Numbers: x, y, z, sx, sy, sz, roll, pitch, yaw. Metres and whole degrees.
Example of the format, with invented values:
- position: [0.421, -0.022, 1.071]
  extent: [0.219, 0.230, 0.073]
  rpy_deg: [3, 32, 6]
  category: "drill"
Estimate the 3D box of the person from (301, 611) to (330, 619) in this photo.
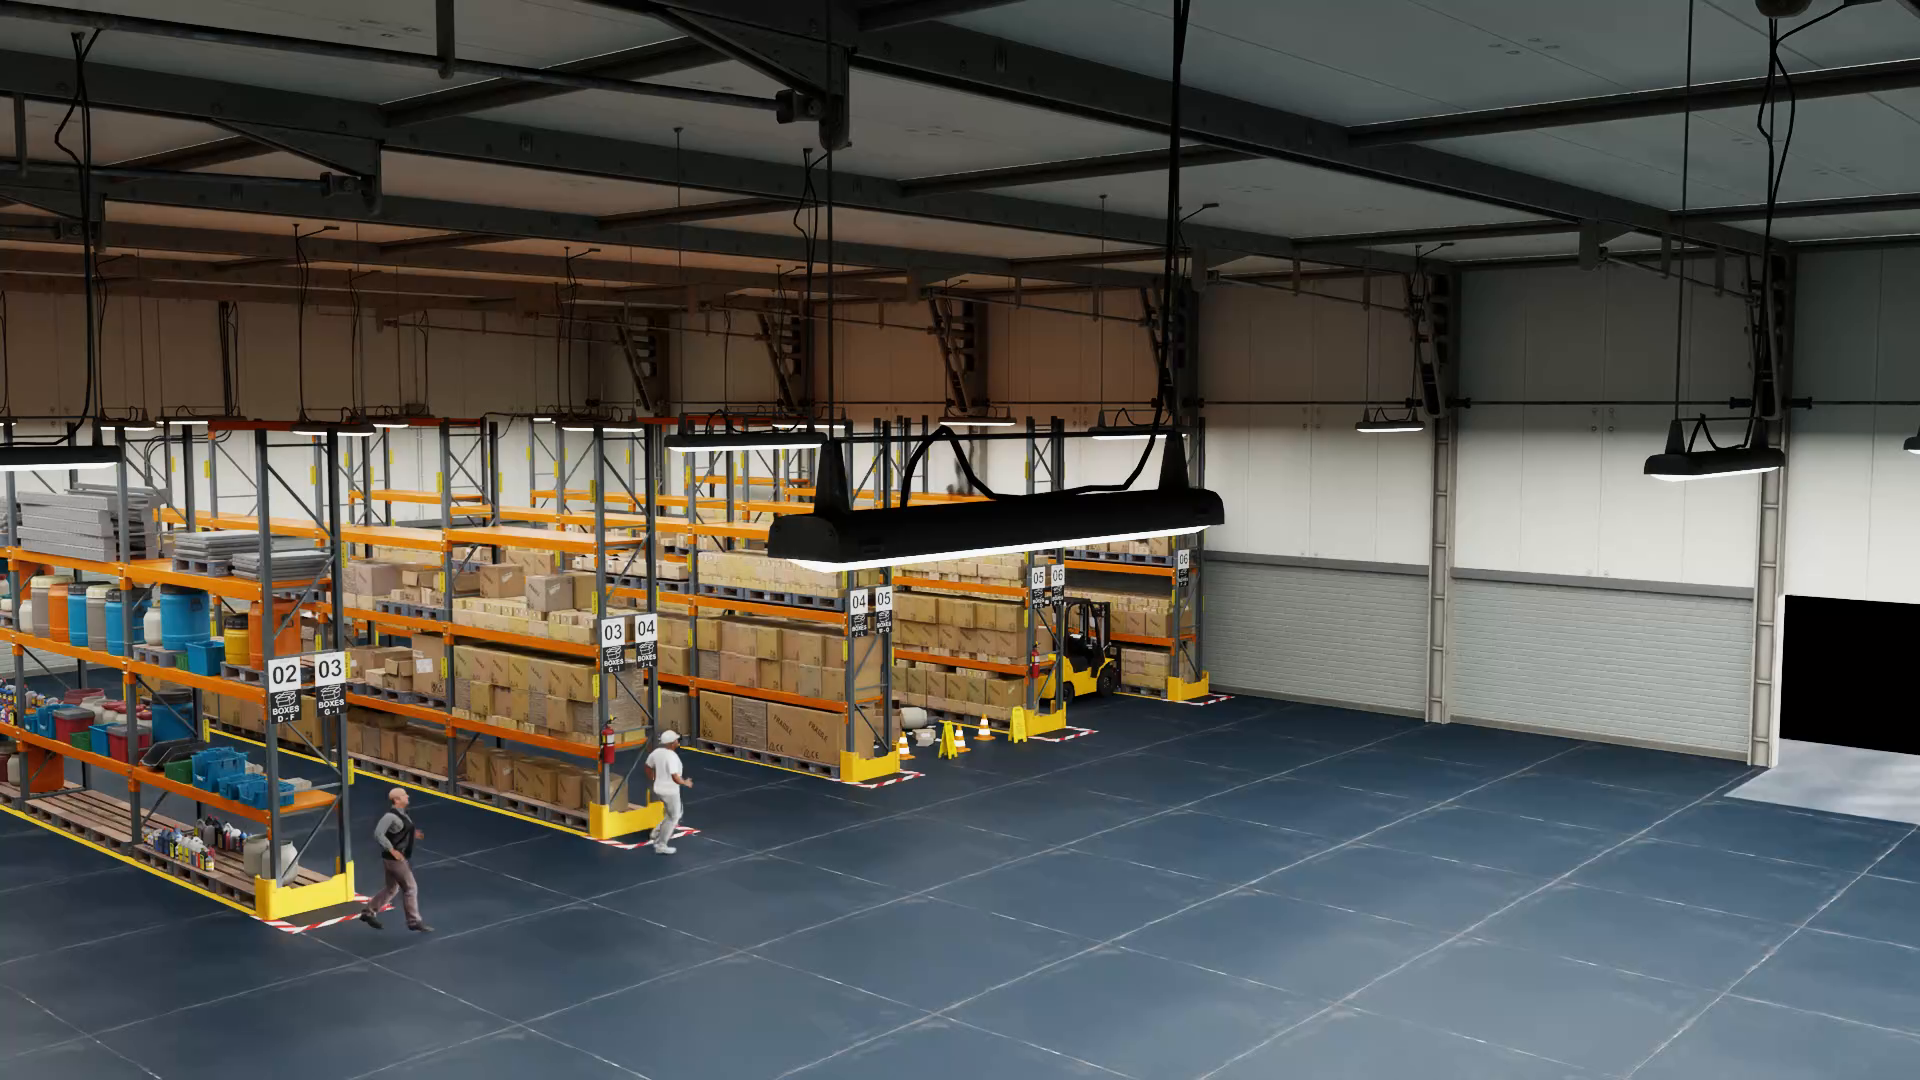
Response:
- position: [-14.647, 2.314, 37.764]
  extent: [0.752, 1.853, 0.862]
  rpy_deg: [-2, 5, -21]
  category: "person"

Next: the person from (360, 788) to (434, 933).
- position: [-6.722, 3.803, 19.803]
  extent: [0.857, 1.733, 0.654]
  rpy_deg: [-1, 5, -13]
  category: "person"

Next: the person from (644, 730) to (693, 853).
- position: [-4.057, 3.528, 23.343]
  extent: [0.558, 1.733, 0.709]
  rpy_deg: [-3, 6, -34]
  category: "person"
